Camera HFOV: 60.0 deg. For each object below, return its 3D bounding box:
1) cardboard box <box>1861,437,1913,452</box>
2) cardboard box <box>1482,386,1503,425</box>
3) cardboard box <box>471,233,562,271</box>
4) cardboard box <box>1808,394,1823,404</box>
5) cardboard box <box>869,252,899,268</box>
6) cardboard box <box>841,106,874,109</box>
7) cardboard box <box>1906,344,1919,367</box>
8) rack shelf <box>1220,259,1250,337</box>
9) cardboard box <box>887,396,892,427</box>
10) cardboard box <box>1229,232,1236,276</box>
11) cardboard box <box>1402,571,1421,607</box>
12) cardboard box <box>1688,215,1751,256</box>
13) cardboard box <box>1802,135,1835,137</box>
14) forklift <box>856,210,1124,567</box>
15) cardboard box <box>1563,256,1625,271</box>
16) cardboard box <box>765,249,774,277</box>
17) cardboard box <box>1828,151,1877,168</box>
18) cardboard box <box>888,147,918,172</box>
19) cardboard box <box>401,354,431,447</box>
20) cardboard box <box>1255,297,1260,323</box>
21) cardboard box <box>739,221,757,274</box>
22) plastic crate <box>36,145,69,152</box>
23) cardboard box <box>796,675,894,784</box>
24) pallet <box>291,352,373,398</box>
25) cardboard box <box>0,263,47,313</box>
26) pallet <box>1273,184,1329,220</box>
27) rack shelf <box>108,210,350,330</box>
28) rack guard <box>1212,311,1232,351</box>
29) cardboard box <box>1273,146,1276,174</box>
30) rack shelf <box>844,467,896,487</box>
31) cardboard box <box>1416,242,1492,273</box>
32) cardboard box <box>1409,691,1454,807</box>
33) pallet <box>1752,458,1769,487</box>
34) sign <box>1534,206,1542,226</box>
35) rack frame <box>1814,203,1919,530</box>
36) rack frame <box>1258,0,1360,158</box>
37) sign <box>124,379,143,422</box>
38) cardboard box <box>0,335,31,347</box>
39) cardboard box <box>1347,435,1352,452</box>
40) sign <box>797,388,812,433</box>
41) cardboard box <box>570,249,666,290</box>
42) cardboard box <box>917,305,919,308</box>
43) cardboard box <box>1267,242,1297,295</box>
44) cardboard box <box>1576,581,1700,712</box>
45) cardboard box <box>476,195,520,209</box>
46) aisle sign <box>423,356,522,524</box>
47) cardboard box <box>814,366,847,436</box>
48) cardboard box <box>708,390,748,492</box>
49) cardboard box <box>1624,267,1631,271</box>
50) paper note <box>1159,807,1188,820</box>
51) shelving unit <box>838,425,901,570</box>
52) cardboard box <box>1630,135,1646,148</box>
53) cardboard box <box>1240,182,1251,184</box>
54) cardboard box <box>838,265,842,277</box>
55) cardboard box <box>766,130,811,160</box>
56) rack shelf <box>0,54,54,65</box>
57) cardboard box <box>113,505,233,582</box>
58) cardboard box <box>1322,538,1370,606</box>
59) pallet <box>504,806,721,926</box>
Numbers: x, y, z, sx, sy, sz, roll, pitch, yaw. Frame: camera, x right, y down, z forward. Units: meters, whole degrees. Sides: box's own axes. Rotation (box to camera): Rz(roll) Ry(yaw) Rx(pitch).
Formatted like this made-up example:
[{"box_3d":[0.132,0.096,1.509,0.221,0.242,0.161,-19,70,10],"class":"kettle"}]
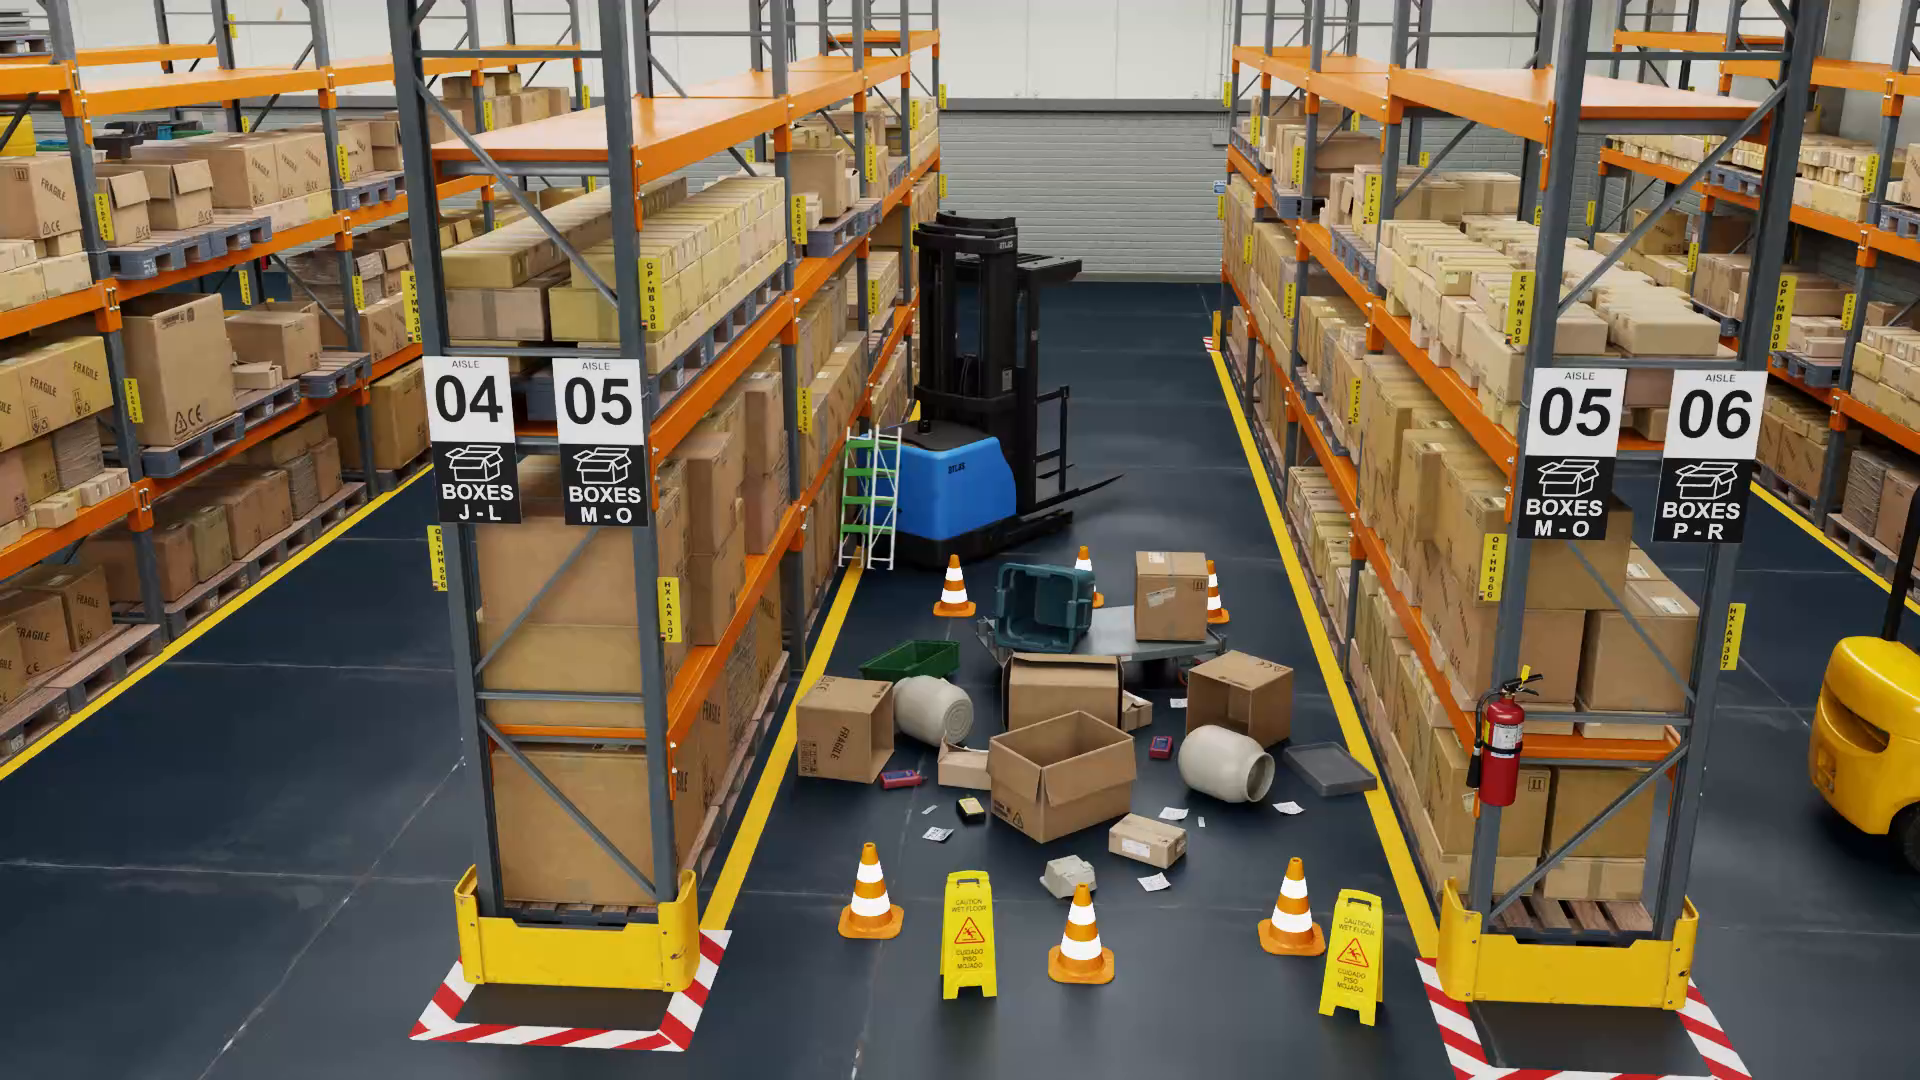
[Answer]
[{"box_3d":[8.846,-0.665,15.802,0.500,0.500,0.500,2,18,6],"class":"cardboard box"},{"box_3d":[2.743,-0.655,8.017,0.380,0.149,0.250,1,18,4],"class":"cardboard box"},{"box_3d":[-2.210,-1.434,8.280,0.380,0.149,0.250,2,18,5],"class":"cardboard box"},{"box_3d":[8.924,-1.406,17.023,0.380,0.149,0.250,1,18,4],"class":"cardboard box"},{"box_3d":[-0.907,-3.193,18.952,0.380,0.149,0.250,2,18,6],"class":"cardboard box"},{"box_3d":[-1.256,-5.246,20.424,0.380,0.149,0.250,1,18,4],"class":"cardboard box"},{"box_3d":[8.203,-1.547,13.952,0.380,0.149,0.250,1,18,5],"class":"cardboard box"},{"box_3d":[4.015,-3.160,21.231,1.077,0.370,4.000,1,18,4],"class":"rack shelf"},{"box_3d":[-0.990,-1.259,17.614,0.500,0.500,0.500,1,18,3],"class":"cardboard box"},{"box_3d":[3.775,-3.712,21.601,0.500,0.500,0.500,1,18,4],"class":"cardboard box"},{"box_3d":[2.865,0.290,9.950,0.380,0.149,0.250,1,18,4],"class":"cardboard box"},{"box_3d":[9.195,-3.654,20.142,0.500,0.500,0.500,1,18,2],"class":"cardboard box"},{"box_3d":[8.885,-4.130,17.312,0.380,0.149,0.250,2,18,5],"class":"cardboard box"},{"box_3d":[0.403,-1.543,15.252,1.130,2.935,3.031,15,23,38],"class":"forklift"},{"box_3d":[3.477,-1.494,9.297,0.380,0.149,0.250,2,18,5],"class":"cardboard box"},{"box_3d":[-1.388,-1.749,10.522,0.380,0.149,0.250,2,18,5],"class":"cardboard box"},{"box_3d":[8.419,-3.568,15.627,0.380,0.149,0.250,1,18,3],"class":"cardboard box"},{"box_3d":[-0.776,-4.452,19.442,0.500,0.250,0.500,2,18,7],"class":"cardboard box"},{"box_3d":[-6.158,-1.540,17.870,1.225,0.875,0.875,1,18,4],"class":"cardboard box"},{"box_3d":[3.541,-2.518,18.357,0.500,0.250,0.500,1,18,3],"class":"cardboard box"},{"box_3d":[-1.500,-1.747,9.874,0.500,0.250,0.500,1,18,3],"class":"cardboard box"},{"box_3d":[-11.224,-4.675,20.224,0.450,0.188,0.662,1,18,4],"class":"plastic crate"},{"box_3d":[-0.734,1.217,10.730,0.500,0.500,0.500,4,19,13],"class":"cardboard box"},{"box_3d":[-6.244,-1.544,15.454,1.213,0.211,1.003,1,18,4],"class":"pallet"},{"box_3d":[-6.406,-1.662,10.928,0.500,0.250,0.500,2,18,5],"class":"cardboard box"},{"box_3d":[3.578,-3.175,15.608,1.213,0.211,1.003,2,18,6],"class":"pallet"},{"box_3d":[-6.443,-2.322,13.856,1.077,0.370,4.000,1,18,4],"class":"rack shelf"},{"box_3d":[4.160,-2.942,23.427,1.175,0.500,0.348,1,18,4],"class":"rack guard"},{"box_3d":[3.392,-3.882,17.004,0.396,0.266,0.258,3,18,8],"class":"cardboard box"},{"box_3d":[-0.760,-0.536,14.162,0.258,0.148,0.480,4,-1,-34],"class":"rack shelf"},{"box_3d":[2.920,-1.668,9.828,0.380,0.149,0.250,1,18,2],"class":"cardboard box"},{"box_3d":[2.843,1.180,9.367,0.500,0.500,0.500,2,18,6],"class":"cardboard box"},{"box_3d":[8.718,-0.812,17.390,1.003,0.211,1.213,1,18,4],"class":"pallet"},{"box_3d":[3.840,-2.057,11.063,0.100,0.325,0.005,1,18,4],"class":"sign"},{"box_3d":[8.536,-1.528,15.097,1.000,3.000,0.127,1,18,4],"class":"rack frame"},{"box_3d":[3.872,-5.731,18.289,1.000,3.000,0.127,1,18,4],"class":"rack frame"},{"box_3d":[-6.044,-1.019,12.151,0.100,0.325,0.005,1,18,4],"class":"sign"},{"box_3d":[-6.872,-1.147,11.689,0.500,0.500,0.500,1,18,4],"class":"cardboard box"},{"box_3d":[3.096,-0.723,12.370,0.380,0.149,0.250,1,18,2],"class":"cardboard box"},{"box_3d":[-1.093,-0.912,11.699,0.100,0.325,0.005,1,18,4],"class":"sign"},{"box_3d":[-1.592,-1.261,7.752,0.380,0.149,0.250,1,18,5],"class":"cardboard box"},{"box_3d":[-0.571,-3.159,23.023,0.380,0.149,0.250,1,18,5],"class":"cardboard box"},{"box_3d":[3.475,-2.798,17.205,0.500,0.500,0.500,1,18,3],"class":"cardboard box"},{"box_3d":[3.322,0.517,8.217,0.500,0.500,0.500,1,18,3],"class":"cardboard box"},{"box_3d":[-6.097,-4.311,22.148,0.500,0.500,0.500,1,18,2],"class":"cardboard box"},{"box_3d":[-2.237,-0.453,7.639,0.394,0.787,0.004,1,18,4],"class":"aisle sign"},{"box_3d":[-1.230,-1.149,13.780,0.500,0.500,0.500,2,18,5],"class":"cardboard box"},{"box_3d":[-1.806,-0.607,10.312,0.875,0.550,0.550,1,18,4],"class":"cardboard box"},{"box_3d":[8.671,-3.399,21.209,0.380,0.149,0.250,1,18,2],"class":"cardboard box"},{"box_3d":[1.304,1.664,10.140,0.148,0.019,0.142,8,20,23],"class":"paper note"},{"box_3d":[-0.771,-0.361,14.159,0.258,1.200,0.503,4,-1,-34],"class":"shelving unit"},{"box_3d":[8.740,-5.060,20.821,0.500,0.250,0.500,1,18,2],"class":"cardboard box"},{"box_3d":[3.809,-4.524,21.430,0.380,0.149,0.250,1,18,4],"class":"cardboard box"},{"box_3d":[-1.560,-3.069,19.050,0.380,0.149,0.250,2,18,5],"class":"cardboard box"},{"box_3d":[-1.590,-3.685,15.473,0.396,0.266,0.258,1,18,4],"class":"cardboard box"},{"box_3d":[-11.096,-4.910,17.580,1.077,0.370,4.000,1,18,4],"class":"rack shelf"},{"box_3d":[-6.468,0.024,13.668,0.700,0.500,0.500,1,18,4],"class":"cardboard box"},{"box_3d":[3.382,0.267,13.163,0.950,0.372,0.625,2,18,7],"class":"cardboard box"},{"box_3d":[-1.954,1.843,9.288,1.003,0.211,1.213,1,18,4],"class":"pallet"}]
